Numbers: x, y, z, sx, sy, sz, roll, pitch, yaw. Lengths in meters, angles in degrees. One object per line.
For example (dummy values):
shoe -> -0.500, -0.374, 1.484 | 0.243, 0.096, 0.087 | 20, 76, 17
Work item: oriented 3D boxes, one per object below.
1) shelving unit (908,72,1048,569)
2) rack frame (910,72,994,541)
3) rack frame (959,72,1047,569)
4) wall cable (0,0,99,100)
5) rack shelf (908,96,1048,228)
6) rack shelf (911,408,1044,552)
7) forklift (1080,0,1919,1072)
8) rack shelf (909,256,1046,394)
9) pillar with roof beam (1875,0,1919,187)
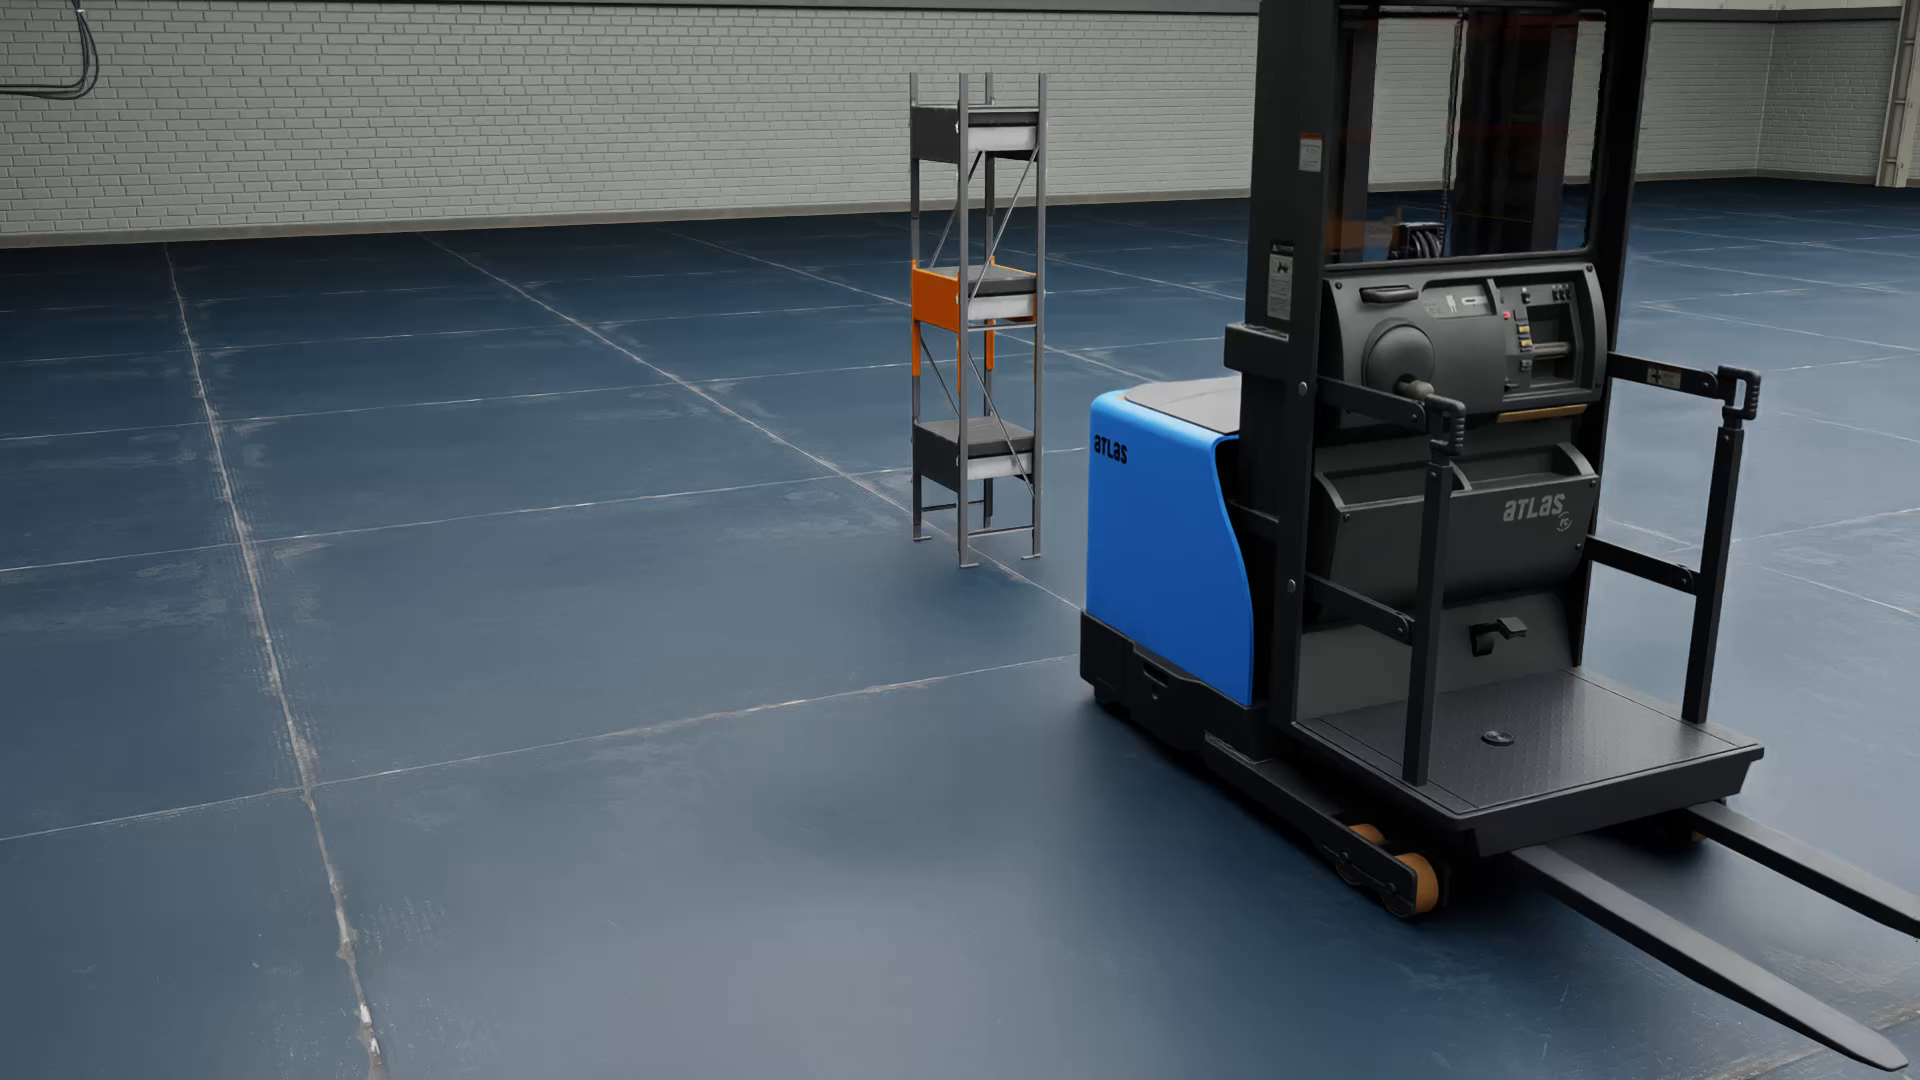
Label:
shelving unit -> 0.073, -0.968, 7.318 | 0.431, 2.100, 0.503 | -8, 18, -25
rack frame -> -0.034, -1.029, 7.529 | 0.400, 2.100, 0.015 | -8, 18, -25
rack frame -> 0.179, -0.908, 7.107 | 0.400, 2.100, 0.015 | -8, 18, -25
wall cable -> -11.661, -6.284, 18.963 | 3.097, 2.526, 0.112 | -8, 18, -25
rack shelf -> 0.072, -1.628, 7.129 | 0.431, 0.518, 0.480 | -8, 18, -25
rack shelf -> 0.073, -0.282, 7.515 | 0.431, 0.518, 0.480 | -8, 18, -25
forklift -> 1.502, -0.563, 4.400 | 1.130, 2.935, 3.031 | -7, 18, -24
rack shelf -> 0.073, -0.955, 7.322 | 0.431, 0.518, 0.480 | -8, 18, -25
pillar with roof beam -> 12.887, -10.172, 26.884 | 9.100, 9.000, 0.400 | -8, 18, -25
